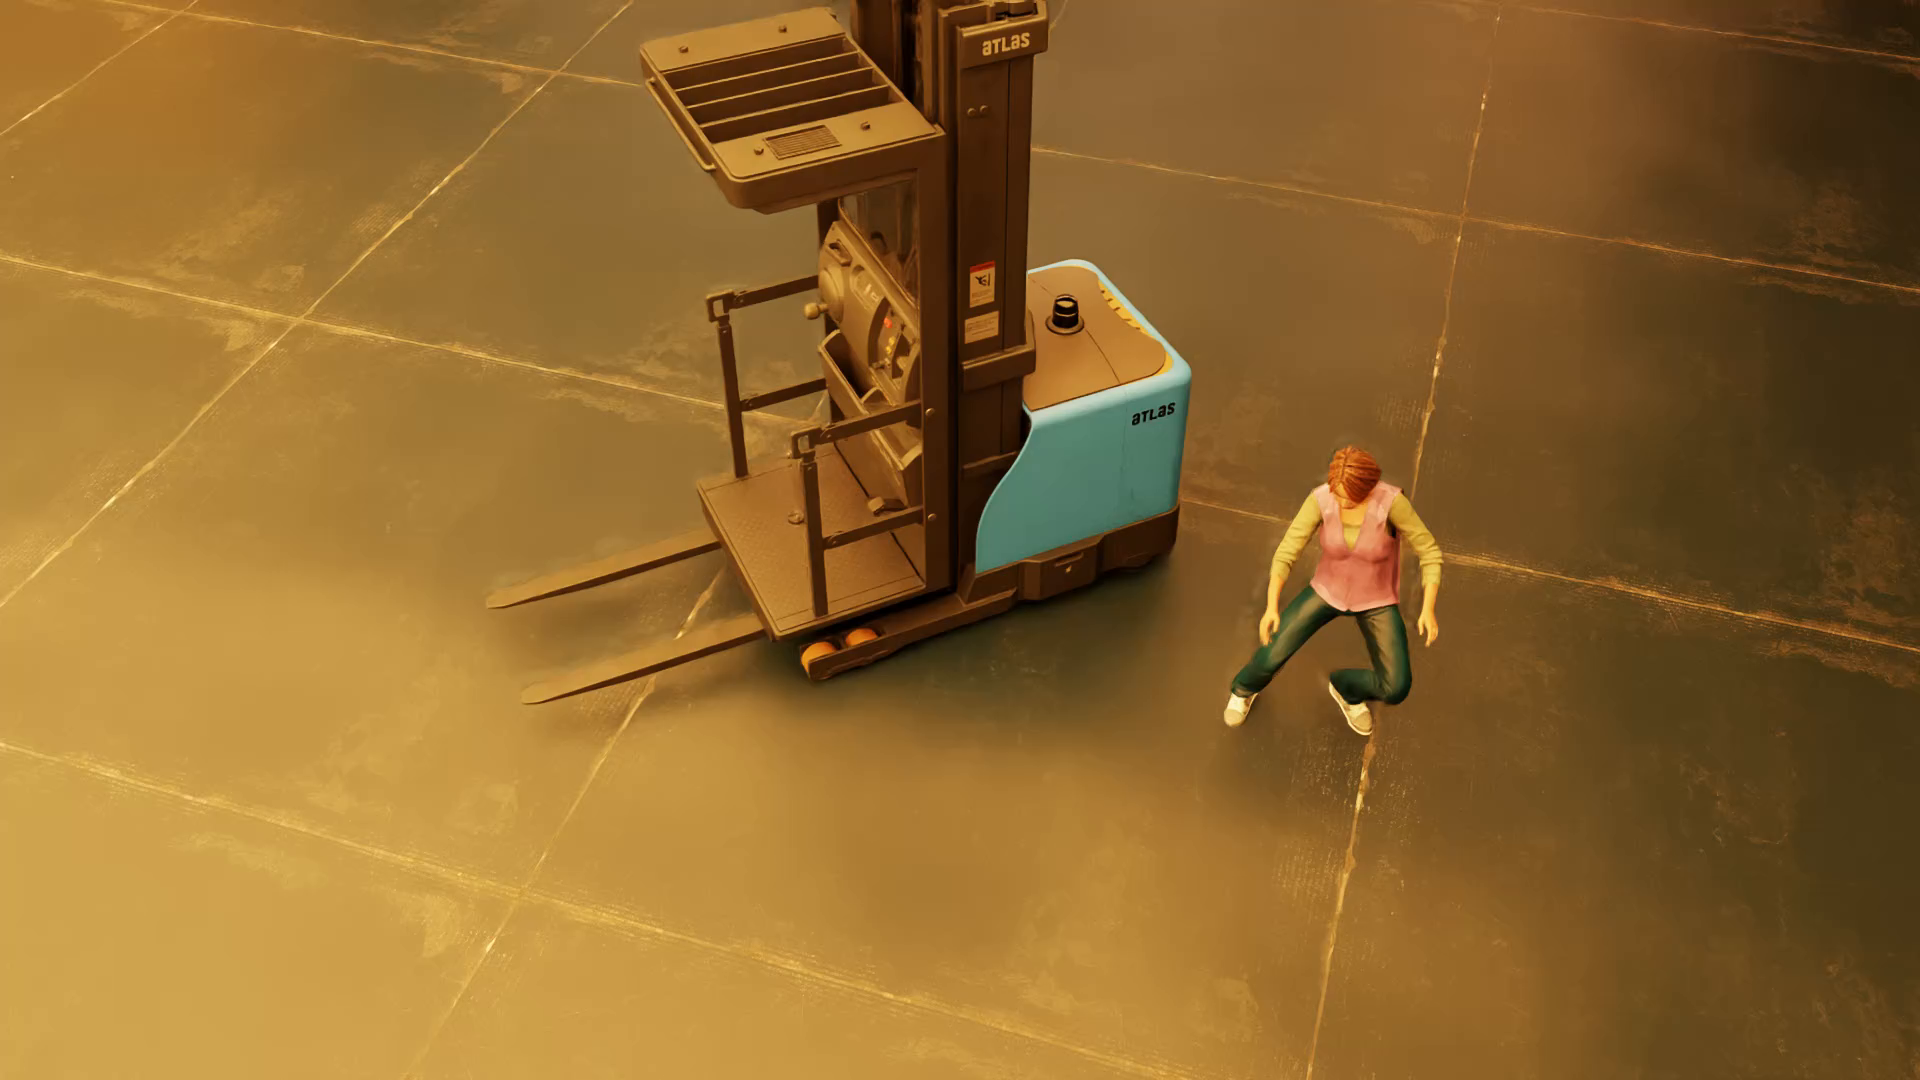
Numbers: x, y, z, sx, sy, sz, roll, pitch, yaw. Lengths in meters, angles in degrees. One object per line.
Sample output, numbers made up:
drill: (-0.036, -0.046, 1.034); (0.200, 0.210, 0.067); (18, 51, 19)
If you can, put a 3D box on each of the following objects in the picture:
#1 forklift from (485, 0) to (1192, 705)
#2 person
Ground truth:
forklift: (-0.555, -0.882, 6.637); (3.031, 2.935, 1.130); (-18, 46, -18)
person: (1.473, 0.310, 6.496); (0.752, 1.443, 0.679); (14, 45, 15)
